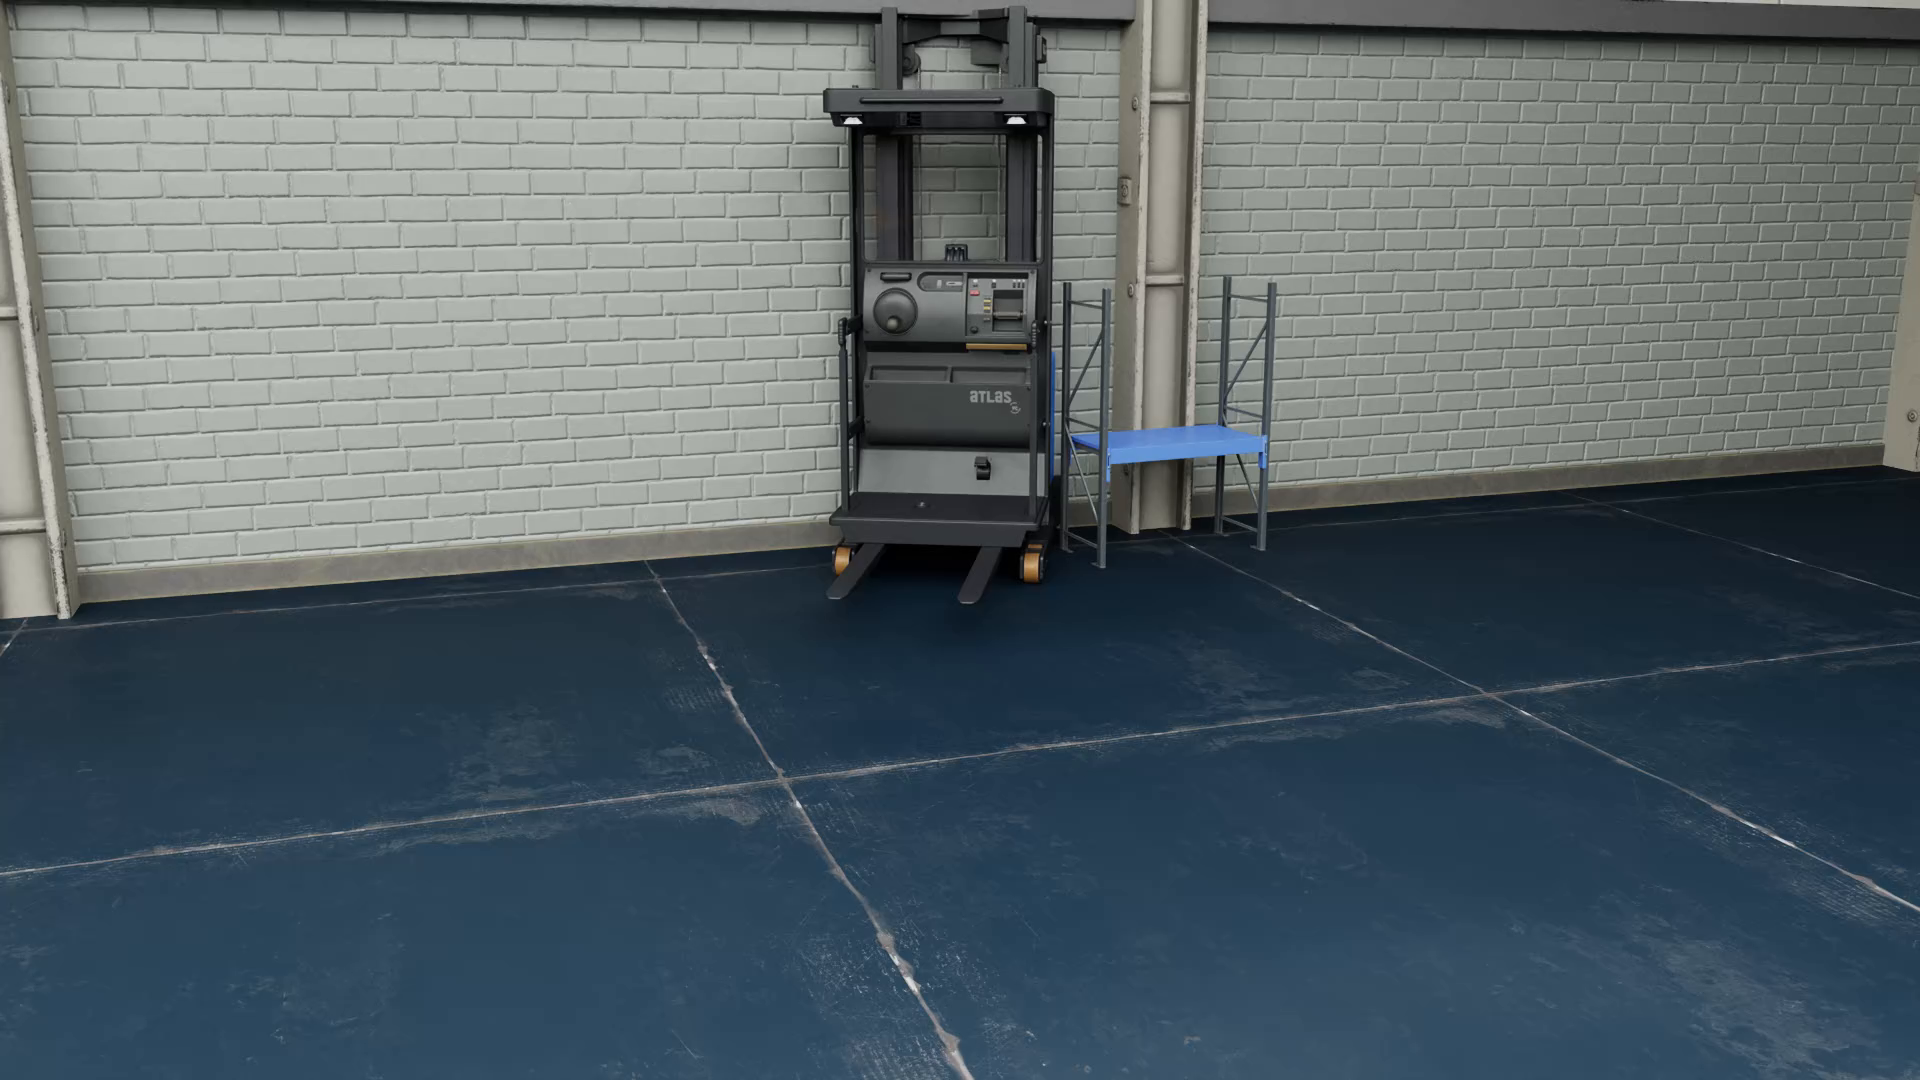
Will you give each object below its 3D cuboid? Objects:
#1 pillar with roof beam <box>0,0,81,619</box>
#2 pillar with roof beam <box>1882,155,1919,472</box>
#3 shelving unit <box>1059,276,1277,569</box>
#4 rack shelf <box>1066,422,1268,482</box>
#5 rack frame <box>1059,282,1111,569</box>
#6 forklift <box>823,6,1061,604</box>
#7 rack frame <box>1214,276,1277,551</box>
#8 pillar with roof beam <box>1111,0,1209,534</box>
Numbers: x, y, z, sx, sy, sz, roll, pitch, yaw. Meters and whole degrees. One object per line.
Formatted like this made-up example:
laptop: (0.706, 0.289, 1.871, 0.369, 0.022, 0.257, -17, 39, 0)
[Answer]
pillar with roof beam: (-3.170, -3.075, 3.123, 0.400, 9.000, 9.100, -4, 14, -18)
pillar with roof beam: (8.204, -3.960, 6.847, 0.400, 9.000, 9.100, -4, 14, -18)
shelving unit: (1.144, -0.674, 9.236, 1.048, 1.500, 0.538, -6, 14, -22)
rack shelf: (1.144, -0.499, 9.278, 1.000, 0.185, 0.538, -6, 14, -22)
rack frame: (0.676, -0.628, 9.042, 0.032, 1.500, 0.500, -6, 14, -22)
forklift: (-0.079, -1.282, 8.700, 1.130, 2.935, 3.031, 2, 13, 7)
rack frame: (1.611, -0.720, 9.430, 0.032, 1.500, 0.500, -6, 14, -22)
pillar with roof beam: (2.517, -3.518, 4.985, 0.400, 9.000, 9.100, -4, 14, -18)
